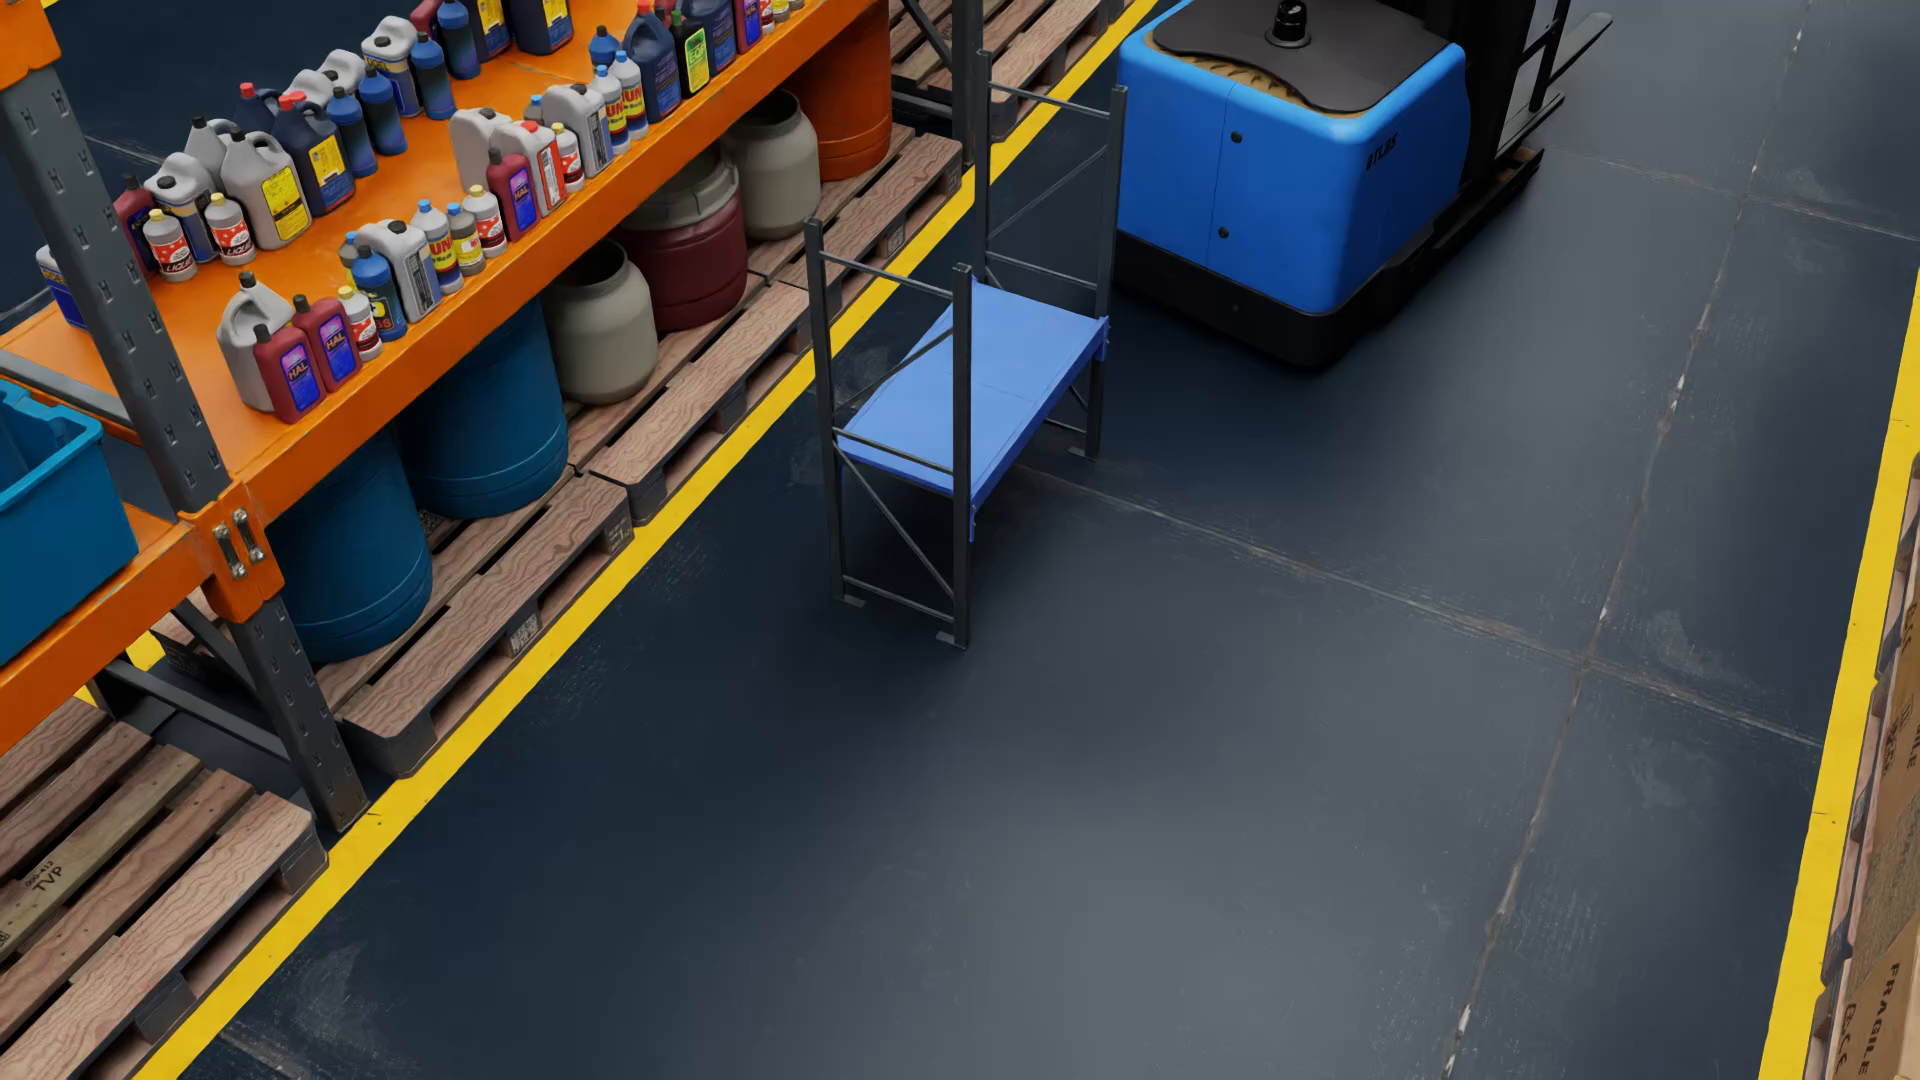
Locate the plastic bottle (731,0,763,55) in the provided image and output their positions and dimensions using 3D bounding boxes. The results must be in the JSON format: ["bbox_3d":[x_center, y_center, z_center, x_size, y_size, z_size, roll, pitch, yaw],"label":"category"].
[{"bbox_3d":[-0.713,-1.752,5.455,0.061,0.283,0.133,20,49,19],"label":"plastic bottle"}]

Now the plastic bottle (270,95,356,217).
[{"bbox_3d":[-1.879,-1.128,4.790,0.144,0.351,0.185,20,49,19],"label":"plastic bottle"}]

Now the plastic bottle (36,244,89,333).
[{"bbox_3d":[-2.332,-0.701,4.421,0.152,0.276,0.135,20,49,19],"label":"plastic bottle"}]

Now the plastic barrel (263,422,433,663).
[{"bbox_3d":[-1.961,-0.136,4.956,0.600,0.901,0.708,20,49,19],"label":"plastic barrel"}]

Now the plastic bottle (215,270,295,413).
[{"bbox_3d":[-1.760,-0.512,4.182,0.144,0.351,0.185,20,49,19],"label":"plastic bottle"}]

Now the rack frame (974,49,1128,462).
[{"bbox_3d":[0.276,-0.901,5.586,0.500,1.500,0.032,20,49,19],"label":"rack frame"}]

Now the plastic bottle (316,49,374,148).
[{"bbox_3d":[-1.866,-1.333,5.046,0.152,0.276,0.135,20,49,19],"label":"plastic bottle"}]

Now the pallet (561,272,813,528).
[{"bbox_3d":[-1.269,-0.653,6.247,1.003,0.211,1.213,20,49,19],"label":"pallet"}]

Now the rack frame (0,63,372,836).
[{"bbox_3d":[-2.229,-0.389,4.026,1.000,3.000,0.127,20,49,19],"label":"rack frame"}]

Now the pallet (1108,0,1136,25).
[{"bbox_3d":[0.589,-3.170,8.734,1.003,0.211,1.213,20,49,19],"label":"pallet"}]

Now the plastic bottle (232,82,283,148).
[{"bbox_3d":[-2.006,-1.175,4.837,0.144,0.351,0.185,20,49,19],"label":"plastic bottle"}]

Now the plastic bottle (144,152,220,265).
[{"bbox_3d":[-2.163,-0.931,4.648,0.152,0.276,0.135,20,49,19],"label":"plastic bottle"}]

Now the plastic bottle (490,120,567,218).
[{"bbox_3d":[-1.247,-1.095,4.810,0.152,0.276,0.135,20,49,19],"label":"plastic bottle"}]

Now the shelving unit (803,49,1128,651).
[{"bbox_3d":[0.040,-0.581,5.270,0.538,1.500,1.048,20,49,19],"label":"shelving unit"}]

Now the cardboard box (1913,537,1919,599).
[{"bbox_3d":[3.311,-0.023,5.112,0.500,0.500,0.500,19,48,18],"label":"cardboard box"}]

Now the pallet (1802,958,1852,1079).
[{"bbox_3d":[2.501,1.704,3.918,1.003,0.211,1.213,20,49,19],"label":"pallet"}]

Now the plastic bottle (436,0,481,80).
[{"bbox_3d":[-1.613,-1.624,5.336,0.097,0.271,0.097,0,45,0],"label":"plastic bottle"}]

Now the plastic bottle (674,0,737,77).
[{"bbox_3d":[-0.824,-1.690,5.346,0.144,0.351,0.185,20,49,19],"label":"plastic bottle"}]

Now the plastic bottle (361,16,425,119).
[{"bbox_3d":[-1.759,-1.479,5.190,0.152,0.276,0.135,20,49,19],"label":"plastic bottle"}]

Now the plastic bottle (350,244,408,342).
[{"bbox_3d":[-1.537,-0.658,4.382,0.097,0.271,0.097,0,45,0],"label":"plastic bottle"}]

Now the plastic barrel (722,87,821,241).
[{"bbox_3d":[-0.767,-1.483,6.561,0.421,0.512,0.421,0,45,0],"label":"plastic barrel"}]

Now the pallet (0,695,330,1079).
[{"bbox_3d":[-2.536,1.067,4.547,1.003,0.211,1.213,20,49,19],"label":"pallet"}]

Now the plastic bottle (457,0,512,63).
[{"bbox_3d":[-1.581,-1.753,5.408,0.144,0.351,0.185,20,49,19],"label":"plastic bottle"}]

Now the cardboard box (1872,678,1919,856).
[{"bbox_3d":[2.836,0.622,4.475,0.500,0.500,0.500,19,48,18],"label":"cardboard box"}]

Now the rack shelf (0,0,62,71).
[{"bbox_3d":[-1.301,-2.451,4.460,1.077,0.370,4.000,20,49,19],"label":"rack shelf"}]

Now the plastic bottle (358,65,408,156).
[{"bbox_3d":[-1.747,-1.302,5.018,0.097,0.271,0.097,0,45,0],"label":"plastic bottle"}]

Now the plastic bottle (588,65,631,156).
[{"bbox_3d":[-1.061,-1.303,5.020,0.097,0.271,0.097,0,45,0],"label":"plastic bottle"}]

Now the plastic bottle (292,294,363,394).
[{"bbox_3d":[-1.619,-0.522,4.239,0.061,0.283,0.133,20,49,19],"label":"plastic bottle"}]

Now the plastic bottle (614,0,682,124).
[{"bbox_3d":[-0.971,-1.489,5.147,0.144,0.351,0.185,20,49,19],"label":"plastic bottle"}]

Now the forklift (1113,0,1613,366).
[{"bbox_3d":[1.885,-2.677,6.335,1.130,2.935,3.031,30,53,26],"label":"forklift"}]

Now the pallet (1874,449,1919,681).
[{"bbox_3d":[3.633,0.167,5.437,1.003,0.211,1.213,20,49,19],"label":"pallet"}]

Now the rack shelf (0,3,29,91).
[{"bbox_3d":[-3.158,0.069,1.970,1.077,0.370,4.000,20,49,19],"label":"rack shelf"}]

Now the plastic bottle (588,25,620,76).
[{"bbox_3d":[-1.099,-1.474,5.188,0.097,0.271,0.097,0,45,0],"label":"plastic bottle"}]

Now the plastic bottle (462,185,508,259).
[{"bbox_3d":[-1.338,-0.902,4.673,0.097,0.201,0.097,0,45,0],"label":"plastic bottle"}]

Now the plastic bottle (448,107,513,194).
[{"bbox_3d":[-1.382,-1.145,4.860,0.152,0.276,0.135,20,49,19],"label":"plastic bottle"}]

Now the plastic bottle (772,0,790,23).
[{"bbox_3d":[-0.630,-1.864,5.623,0.097,0.201,0.097,0,45,0],"label":"plastic bottle"}]

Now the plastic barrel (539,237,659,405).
[{"bbox_3d":[-1.291,-0.772,5.858,0.421,0.512,0.421,0,45,0],"label":"plastic barrel"}]

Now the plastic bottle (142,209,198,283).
[{"bbox_3d":[-2.187,-0.820,4.592,0.097,0.201,0.097,0,45,0],"label":"plastic bottle"}]

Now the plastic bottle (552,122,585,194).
[{"bbox_3d":[-1.169,-1.133,4.900,0.097,0.201,0.097,0,45,0],"label":"plastic bottle"}]

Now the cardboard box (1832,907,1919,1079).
[{"bbox_3d":[2.369,1.258,3.845,0.500,0.500,0.500,21,49,19],"label":"cardboard box"}]

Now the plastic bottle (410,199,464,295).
[{"bbox_3d":[-1.429,-0.804,4.526,0.097,0.271,0.097,0,45,0],"label":"plastic bottle"}]

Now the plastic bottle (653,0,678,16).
[{"bbox_3d":[-0.926,-1.684,5.387,0.061,0.283,0.133,20,49,19],"label":"plastic bottle"}]
